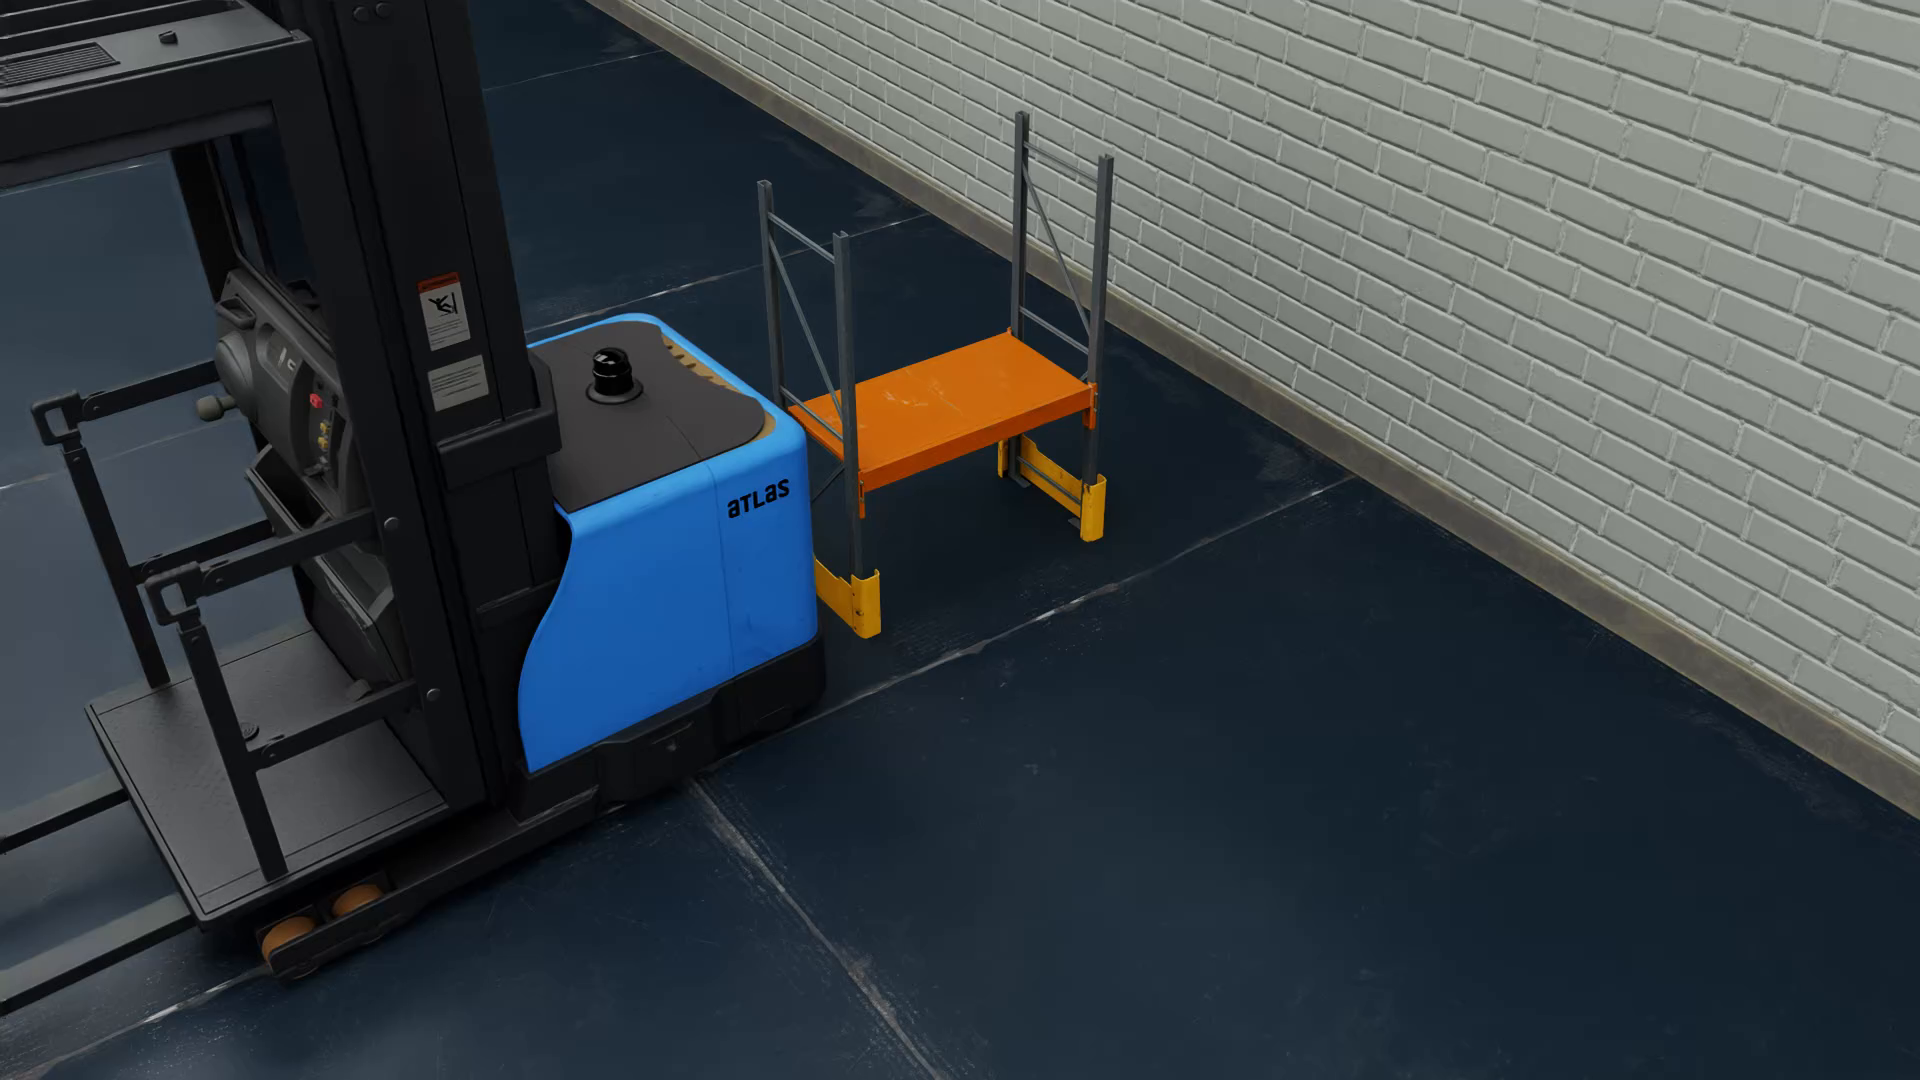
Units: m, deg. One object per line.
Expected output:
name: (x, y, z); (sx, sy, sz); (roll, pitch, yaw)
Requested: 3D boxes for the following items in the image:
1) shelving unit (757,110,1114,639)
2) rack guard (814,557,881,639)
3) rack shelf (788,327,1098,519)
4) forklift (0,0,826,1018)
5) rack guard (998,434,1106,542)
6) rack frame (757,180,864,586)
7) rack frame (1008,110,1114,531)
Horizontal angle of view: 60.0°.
shelving unit: (-0.062, -0.583, 5.776); (1.083, 1.500, 0.587); (-22, 41, -28)
rack guard: (-0.469, 0.092, 5.908); (0.087, 0.250, 0.587); (-22, 41, -28)
rack shelf: (-0.070, -0.434, 5.877); (1.000, 0.185, 0.538); (-22, 41, -28)
forklift: (-1.910, -0.336, 4.207); (3.031, 2.935, 1.130); (-25, 42, -30)
rack guard: (0.345, -0.243, 6.374); (0.087, 0.250, 0.587); (-22, 41, -28)
rack frame: (-0.485, -0.409, 5.534); (0.032, 1.500, 0.500); (-22, 41, -28)
rack frame: (0.346, -0.751, 6.010); (0.032, 1.500, 0.500); (-22, 41, -28)
